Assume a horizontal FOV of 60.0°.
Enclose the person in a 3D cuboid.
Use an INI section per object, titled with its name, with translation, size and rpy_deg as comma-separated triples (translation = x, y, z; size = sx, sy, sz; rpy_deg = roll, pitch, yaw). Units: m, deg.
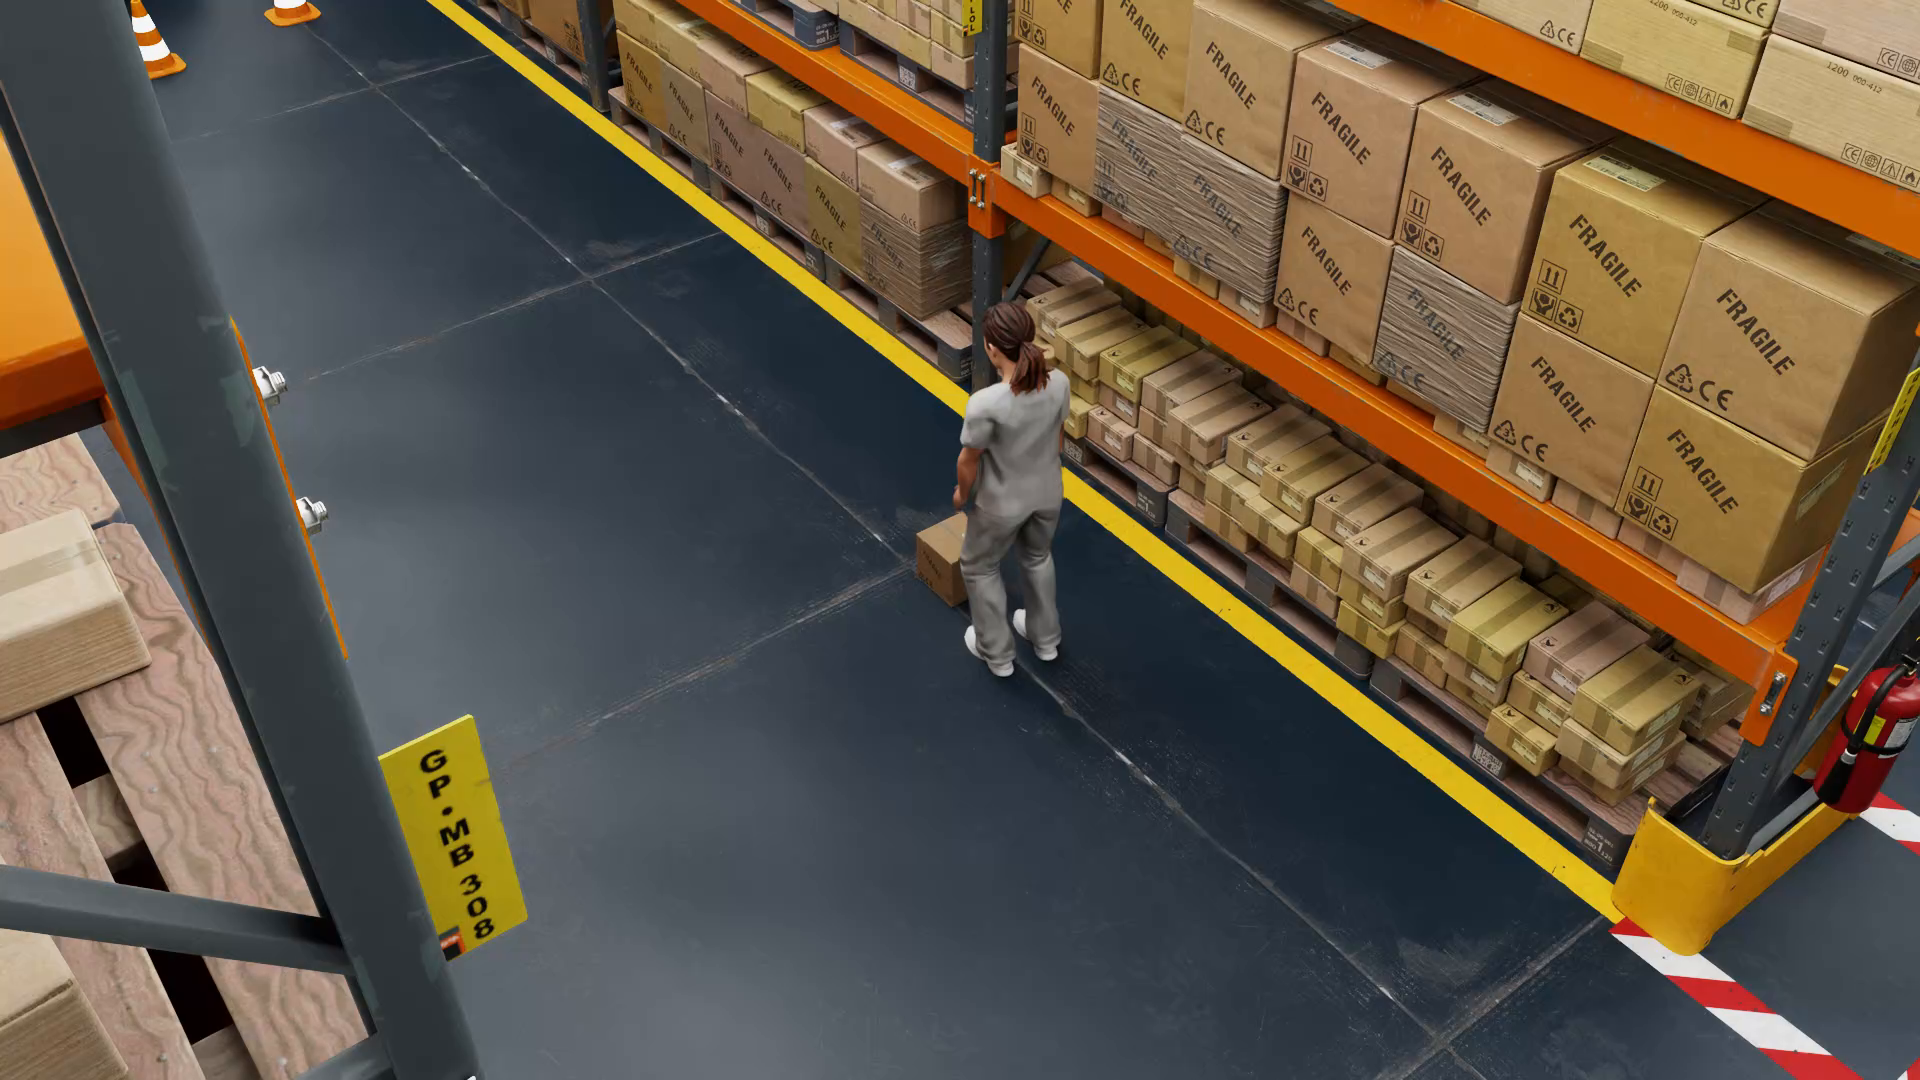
[person]
translation = 0.199, -0.165, 6.372
size = 0.451, 1.657, 0.344
rpy_deg = -18, 44, -20
